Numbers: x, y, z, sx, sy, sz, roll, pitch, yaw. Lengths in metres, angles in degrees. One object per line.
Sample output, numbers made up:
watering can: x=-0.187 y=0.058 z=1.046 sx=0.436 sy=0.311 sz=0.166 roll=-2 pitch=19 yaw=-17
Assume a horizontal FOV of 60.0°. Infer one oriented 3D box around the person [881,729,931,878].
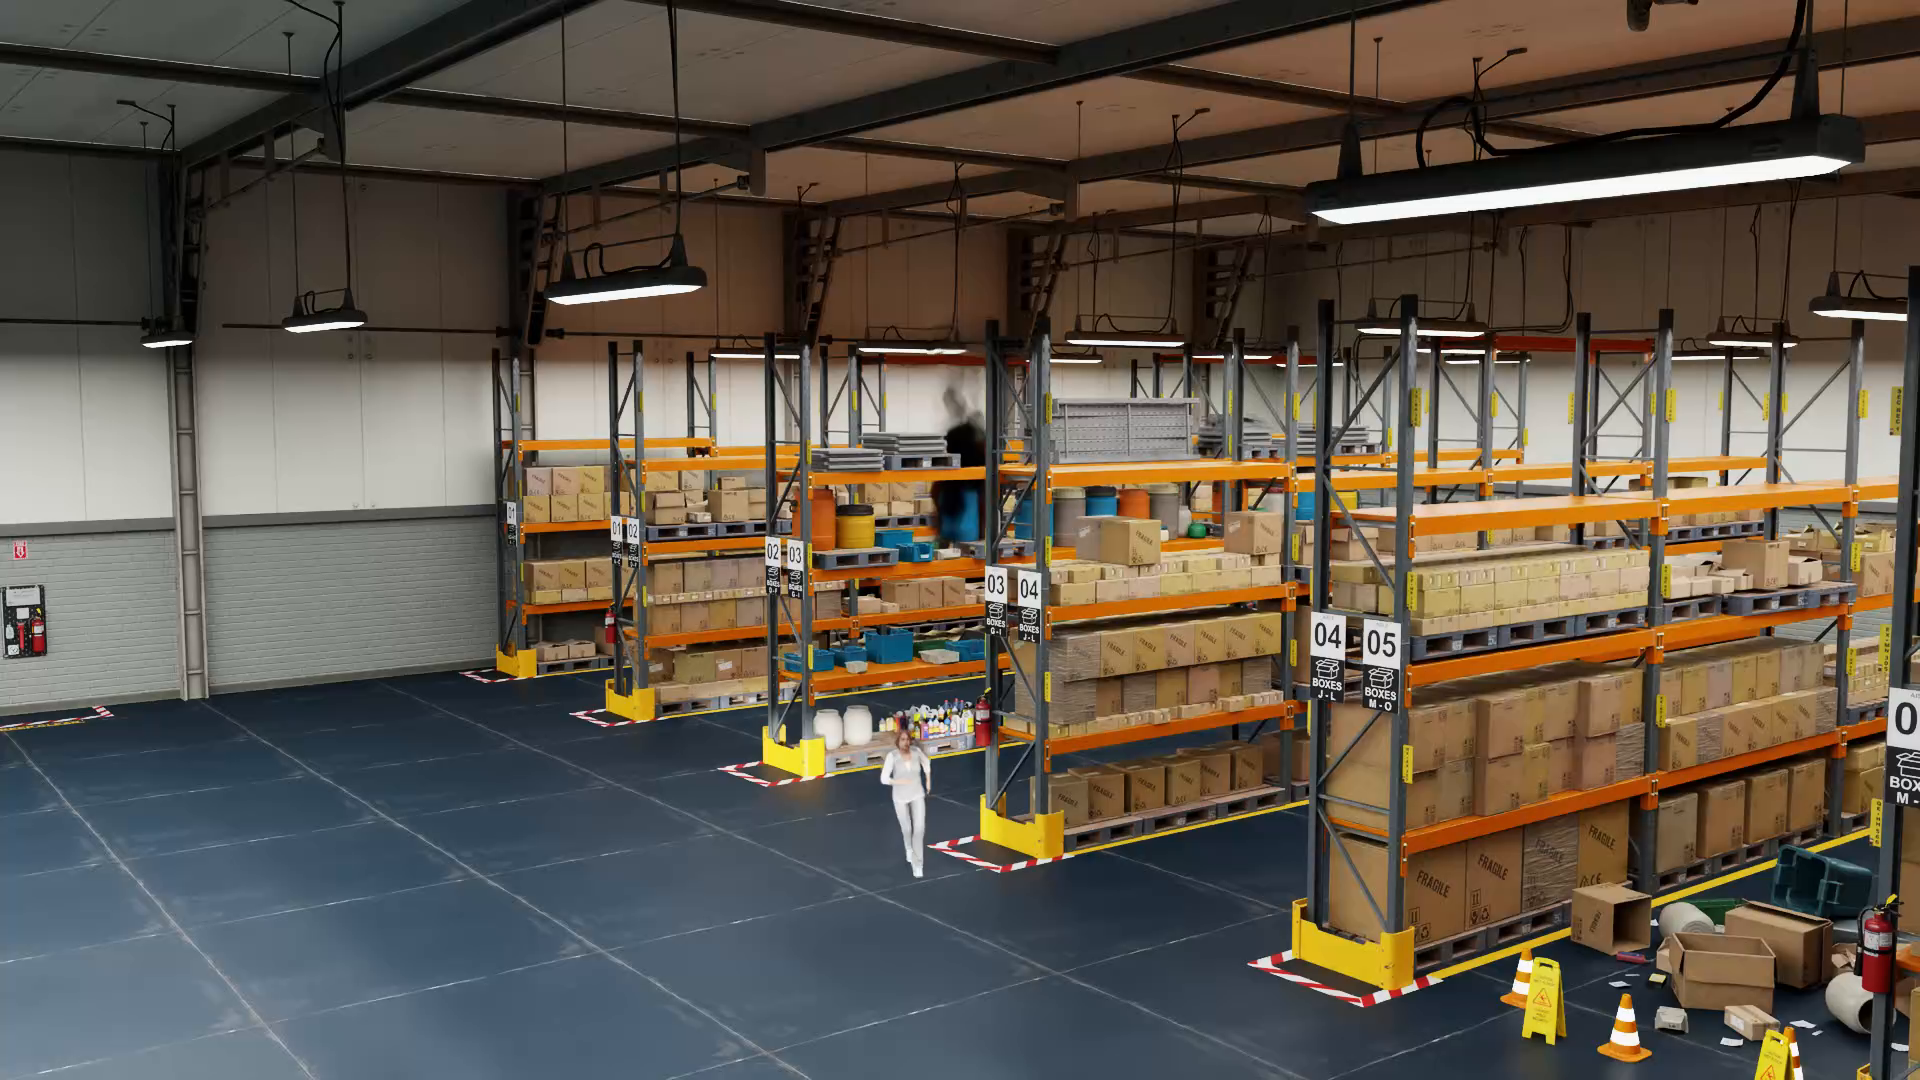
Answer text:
person: x=-0.593 y=2.839 z=18.007 sx=0.572 sy=1.663 sz=0.692 roll=-1 pitch=5 yaw=-12
